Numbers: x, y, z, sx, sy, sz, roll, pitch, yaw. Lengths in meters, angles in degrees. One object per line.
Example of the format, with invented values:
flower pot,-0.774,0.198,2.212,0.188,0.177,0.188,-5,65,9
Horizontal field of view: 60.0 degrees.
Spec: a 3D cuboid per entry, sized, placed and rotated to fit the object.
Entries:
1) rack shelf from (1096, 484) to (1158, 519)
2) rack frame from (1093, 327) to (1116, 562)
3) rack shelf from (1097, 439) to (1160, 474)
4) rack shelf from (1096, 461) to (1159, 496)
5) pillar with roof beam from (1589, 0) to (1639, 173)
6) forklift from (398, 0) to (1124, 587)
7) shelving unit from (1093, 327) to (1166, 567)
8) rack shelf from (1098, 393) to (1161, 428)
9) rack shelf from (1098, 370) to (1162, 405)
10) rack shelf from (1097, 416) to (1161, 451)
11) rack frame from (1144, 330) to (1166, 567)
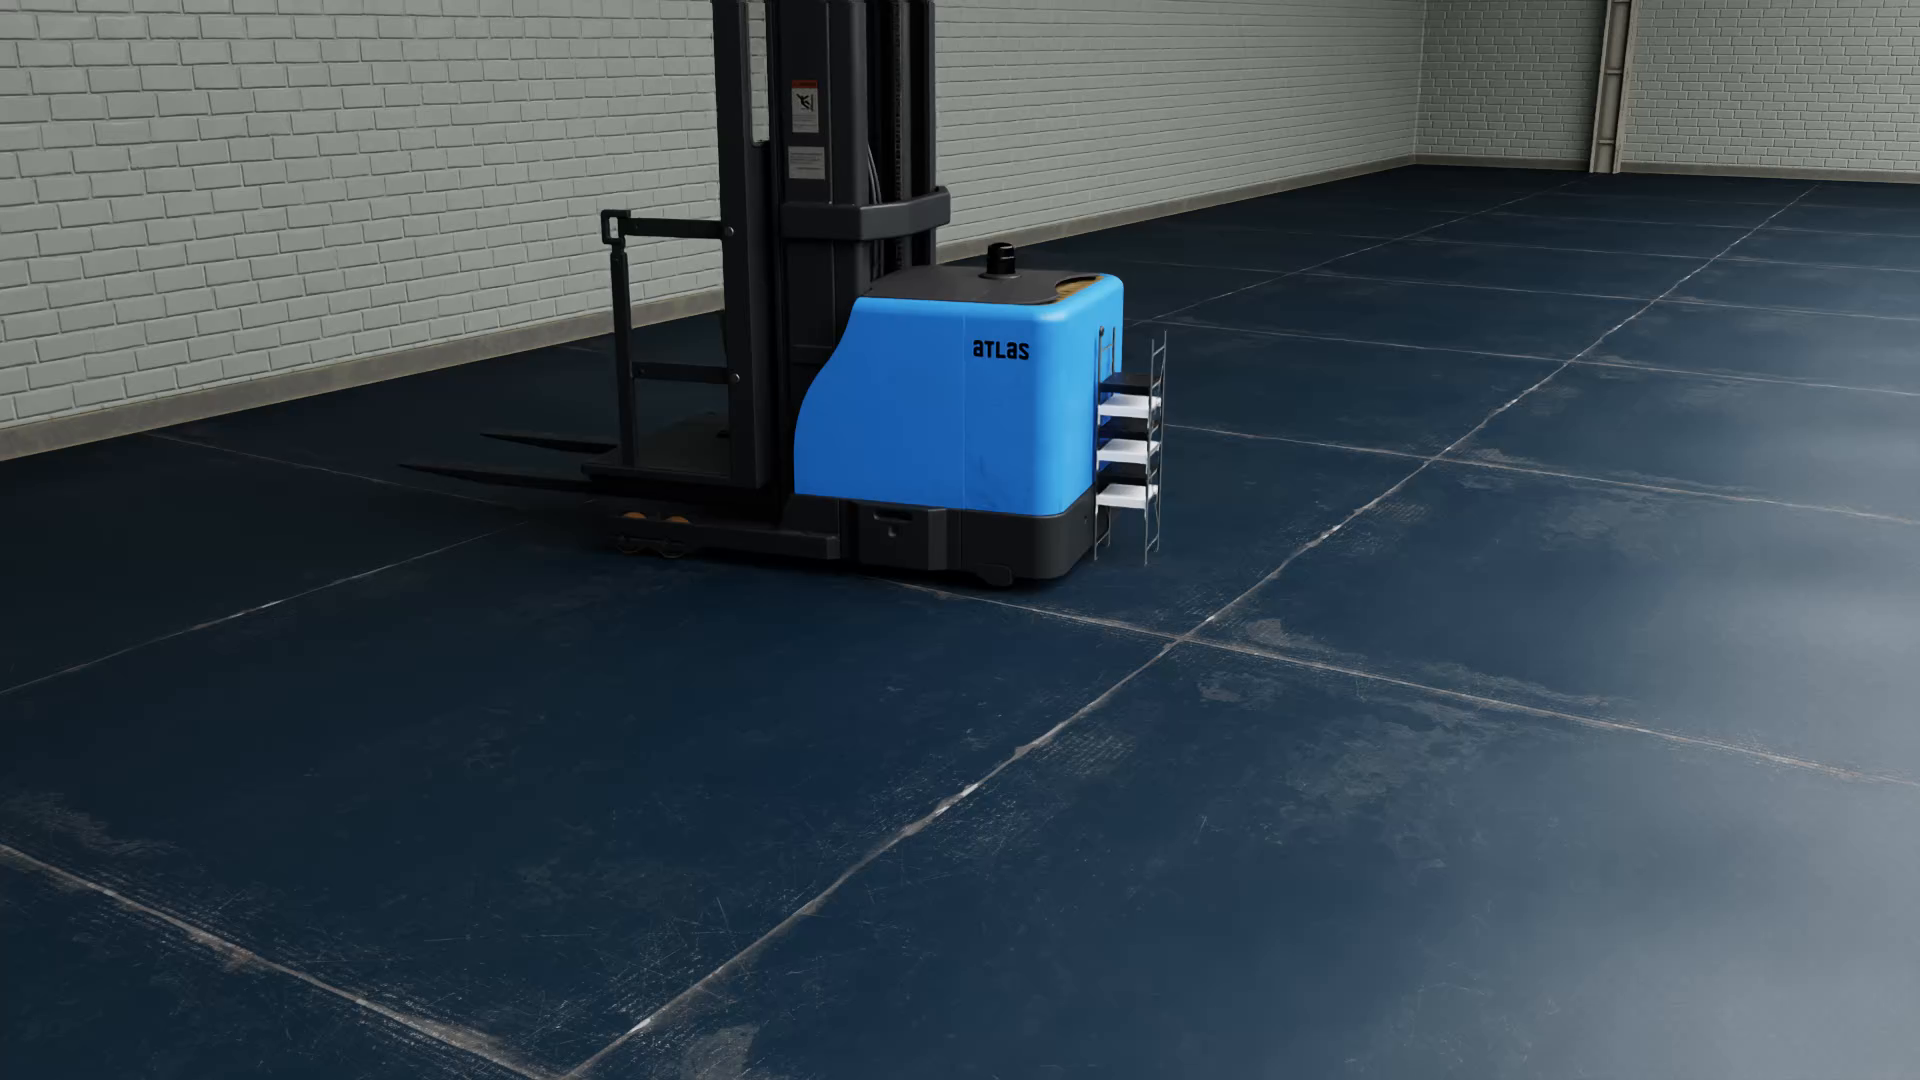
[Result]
rack shelf,0.667,-0.163,6.603,0.200,0.077,0.258,6,18,18
rack frame,0.571,-0.376,6.572,0.006,0.900,0.240,6,18,18
rack shelf,0.667,-0.335,6.550,0.200,0.077,0.258,6,18,18
rack shelf,0.667,-0.249,6.576,0.200,0.077,0.258,6,18,18
pillar with roof beam,7.568,-8.847,20.524,0.400,9.000,9.100,10,20,30
forklift,-0.898,-1.466,6.666,3.031,2.935,1.130,6,18,18
shelving unit,0.667,-0.367,6.541,0.210,0.900,0.258,6,18,18
rack shelf,0.667,-0.507,6.498,0.200,0.077,0.258,6,18,18
rack shelf,0.667,-0.593,6.472,0.200,0.077,0.258,6,18,18
rack shelf,0.667,-0.421,6.524,0.200,0.077,0.258,6,18,18
rack frame,0.763,-0.357,6.509,0.006,0.900,0.240,6,18,18
